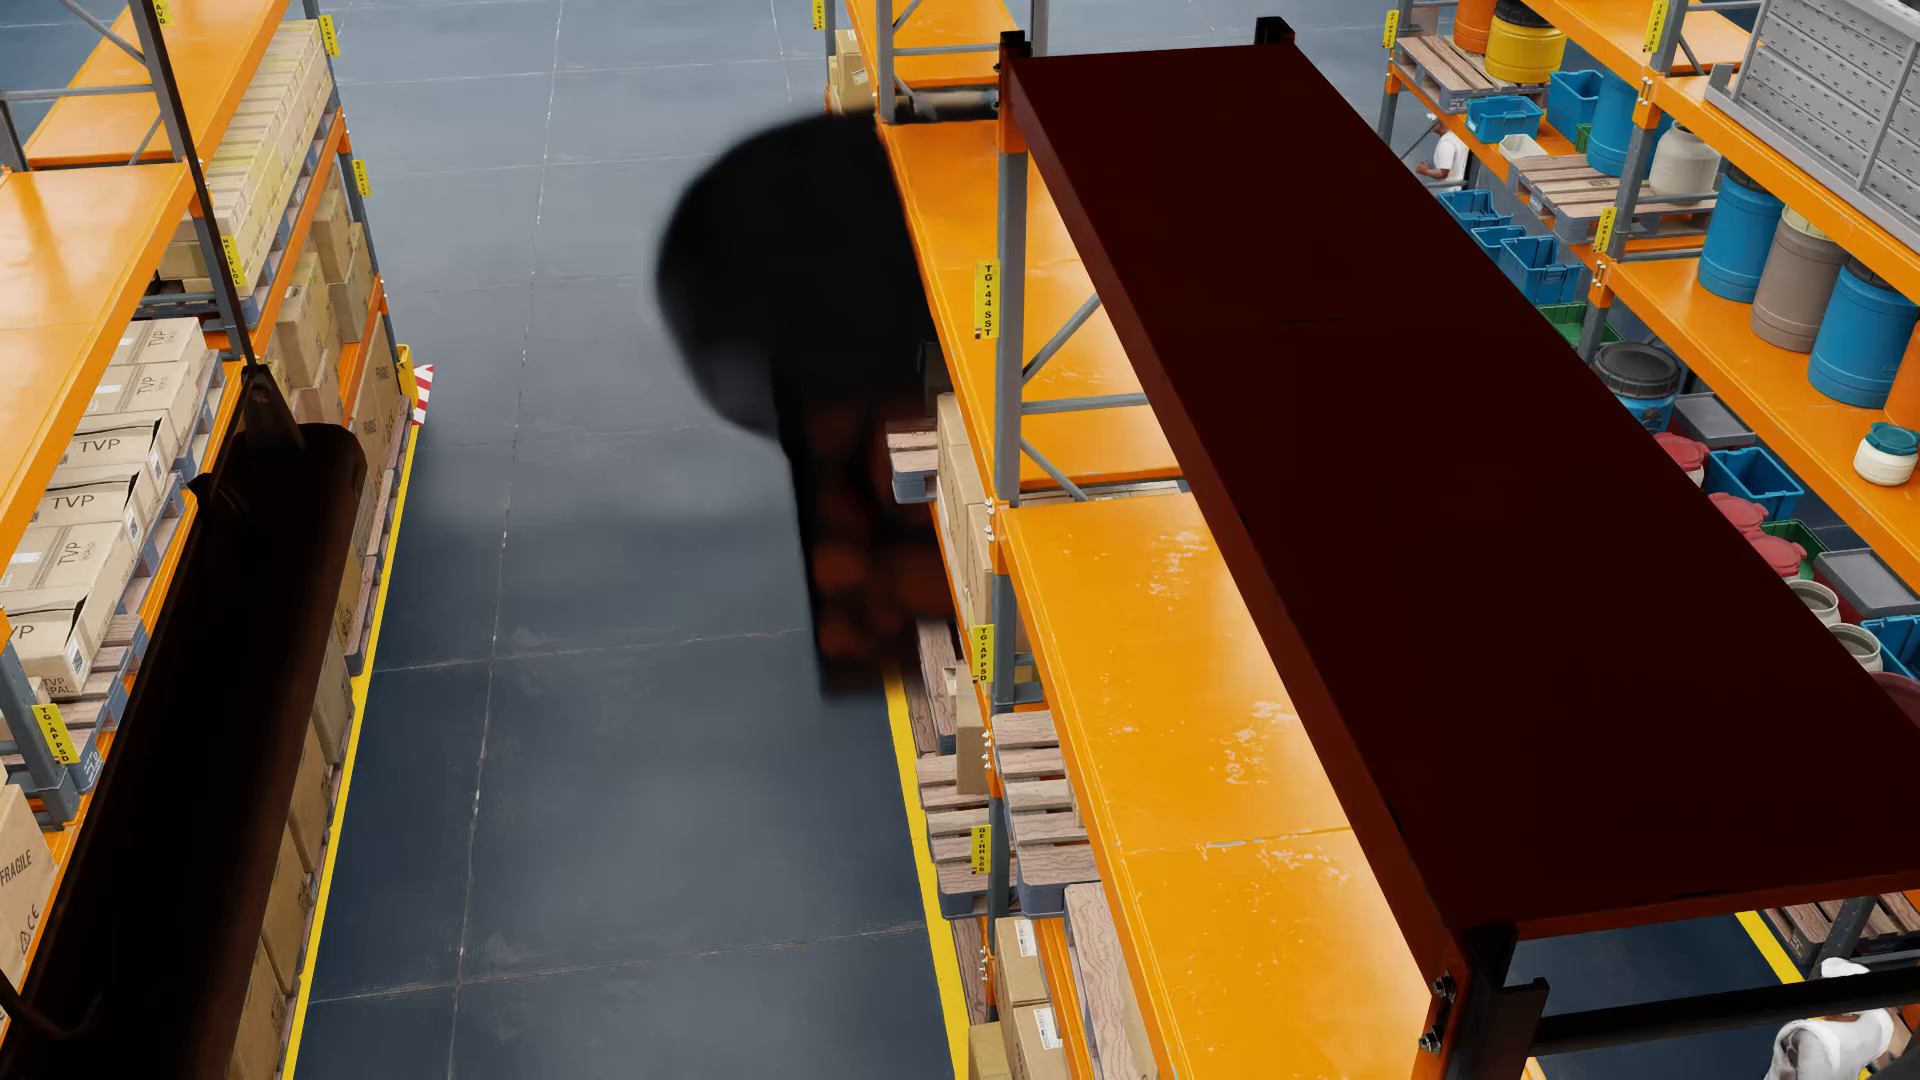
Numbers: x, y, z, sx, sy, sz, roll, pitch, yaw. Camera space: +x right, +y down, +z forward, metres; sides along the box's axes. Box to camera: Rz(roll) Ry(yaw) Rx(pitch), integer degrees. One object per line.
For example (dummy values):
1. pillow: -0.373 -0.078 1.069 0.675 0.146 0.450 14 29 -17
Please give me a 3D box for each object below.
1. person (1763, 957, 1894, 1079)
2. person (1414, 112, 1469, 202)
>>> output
1. person: 3.987 2.667 7.951 0.657 1.845 0.794 -8 37 -11
2. person: 5.072 -3.510 16.857 0.961 1.759 0.747 18 40 23
